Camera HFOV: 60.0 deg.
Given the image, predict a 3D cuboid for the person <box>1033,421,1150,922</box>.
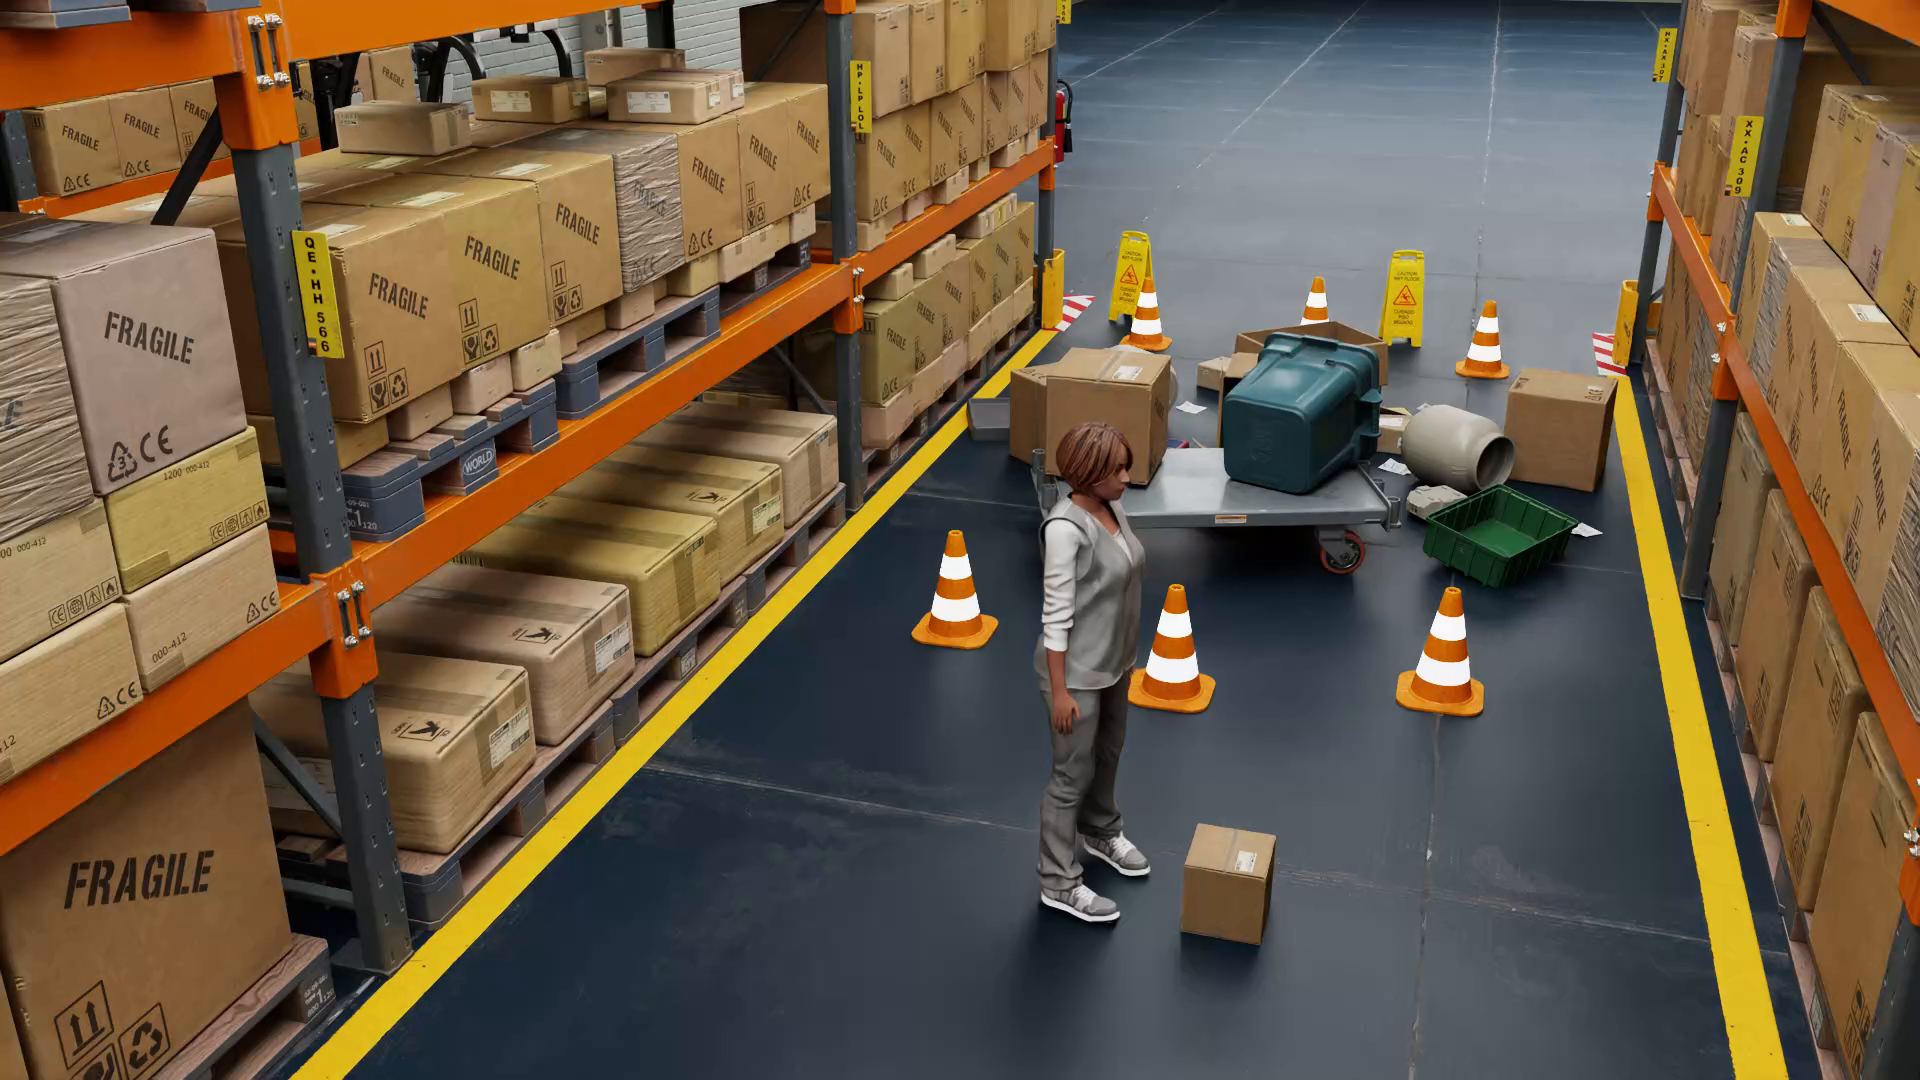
[{"bbox_3d":[0.413,0.395,5.124,0.334,1.604,0.503,11,25,25],"label":"person"}]
